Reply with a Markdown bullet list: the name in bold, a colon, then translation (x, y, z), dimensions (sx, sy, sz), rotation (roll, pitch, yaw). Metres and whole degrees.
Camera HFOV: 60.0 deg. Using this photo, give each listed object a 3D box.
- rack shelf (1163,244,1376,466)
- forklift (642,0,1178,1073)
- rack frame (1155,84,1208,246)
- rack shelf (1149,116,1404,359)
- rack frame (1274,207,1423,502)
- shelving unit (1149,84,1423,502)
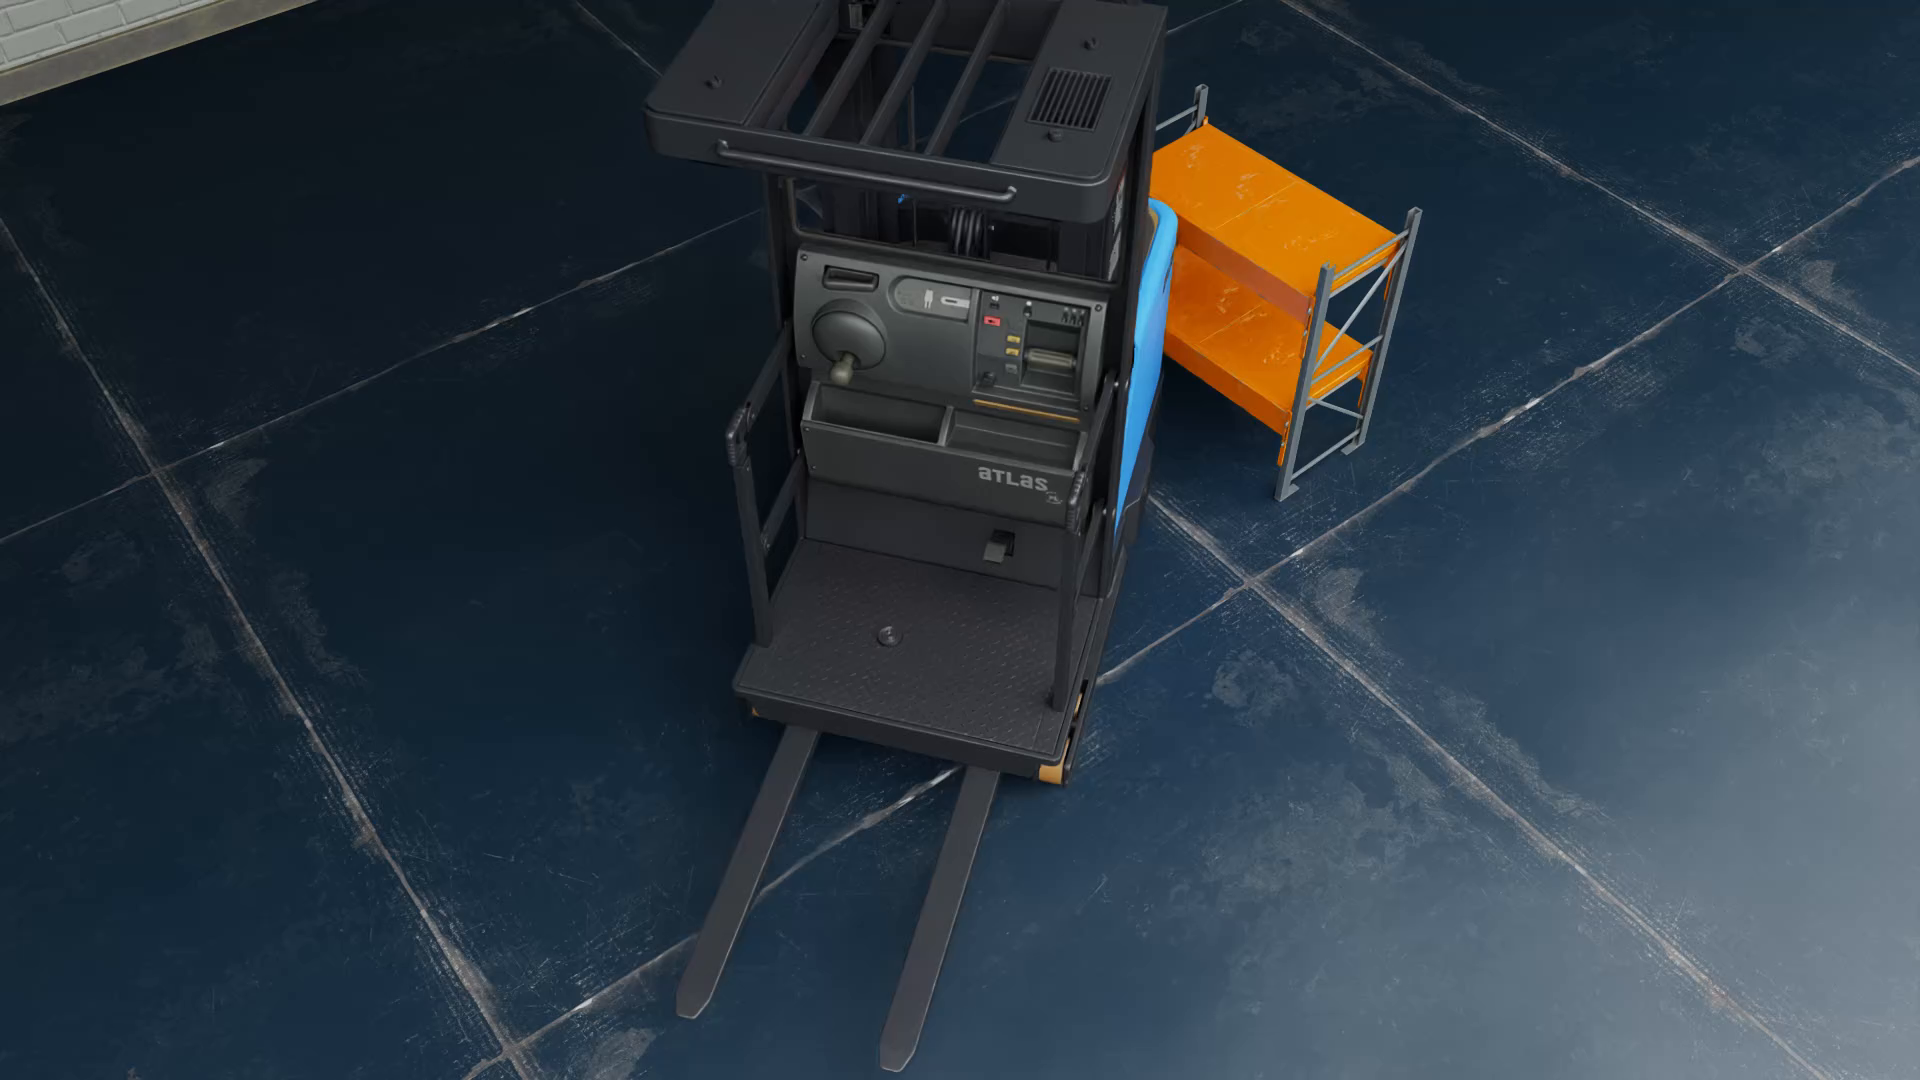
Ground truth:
- **rack shelf**: translation (1.074, -0.773, 6.521), dimensions (0.538, 0.278, 1.000), rotation (-33, 56, -26)
- **forklift**: translation (-0.092, -0.504, 4.728), dimensions (1.130, 2.935, 3.031), rotation (11, 49, 10)
- **rack frame**: translation (0.741, -1.221, 6.598), dimensions (0.500, 1.125, 0.032), rotation (-33, 56, -26)
- **rack shelf**: translation (1.074, -1.133, 6.123), dimensions (0.538, 0.278, 1.000), rotation (-33, 56, -26)
- **rack frame**: translation (1.406, -0.652, 6.082), dimensions (0.500, 1.125, 0.032), rotation (-33, 56, -26)
- **shelving unit**: translation (1.074, -0.937, 6.340), dimensions (0.538, 1.125, 1.048), rotation (-33, 56, -26)
